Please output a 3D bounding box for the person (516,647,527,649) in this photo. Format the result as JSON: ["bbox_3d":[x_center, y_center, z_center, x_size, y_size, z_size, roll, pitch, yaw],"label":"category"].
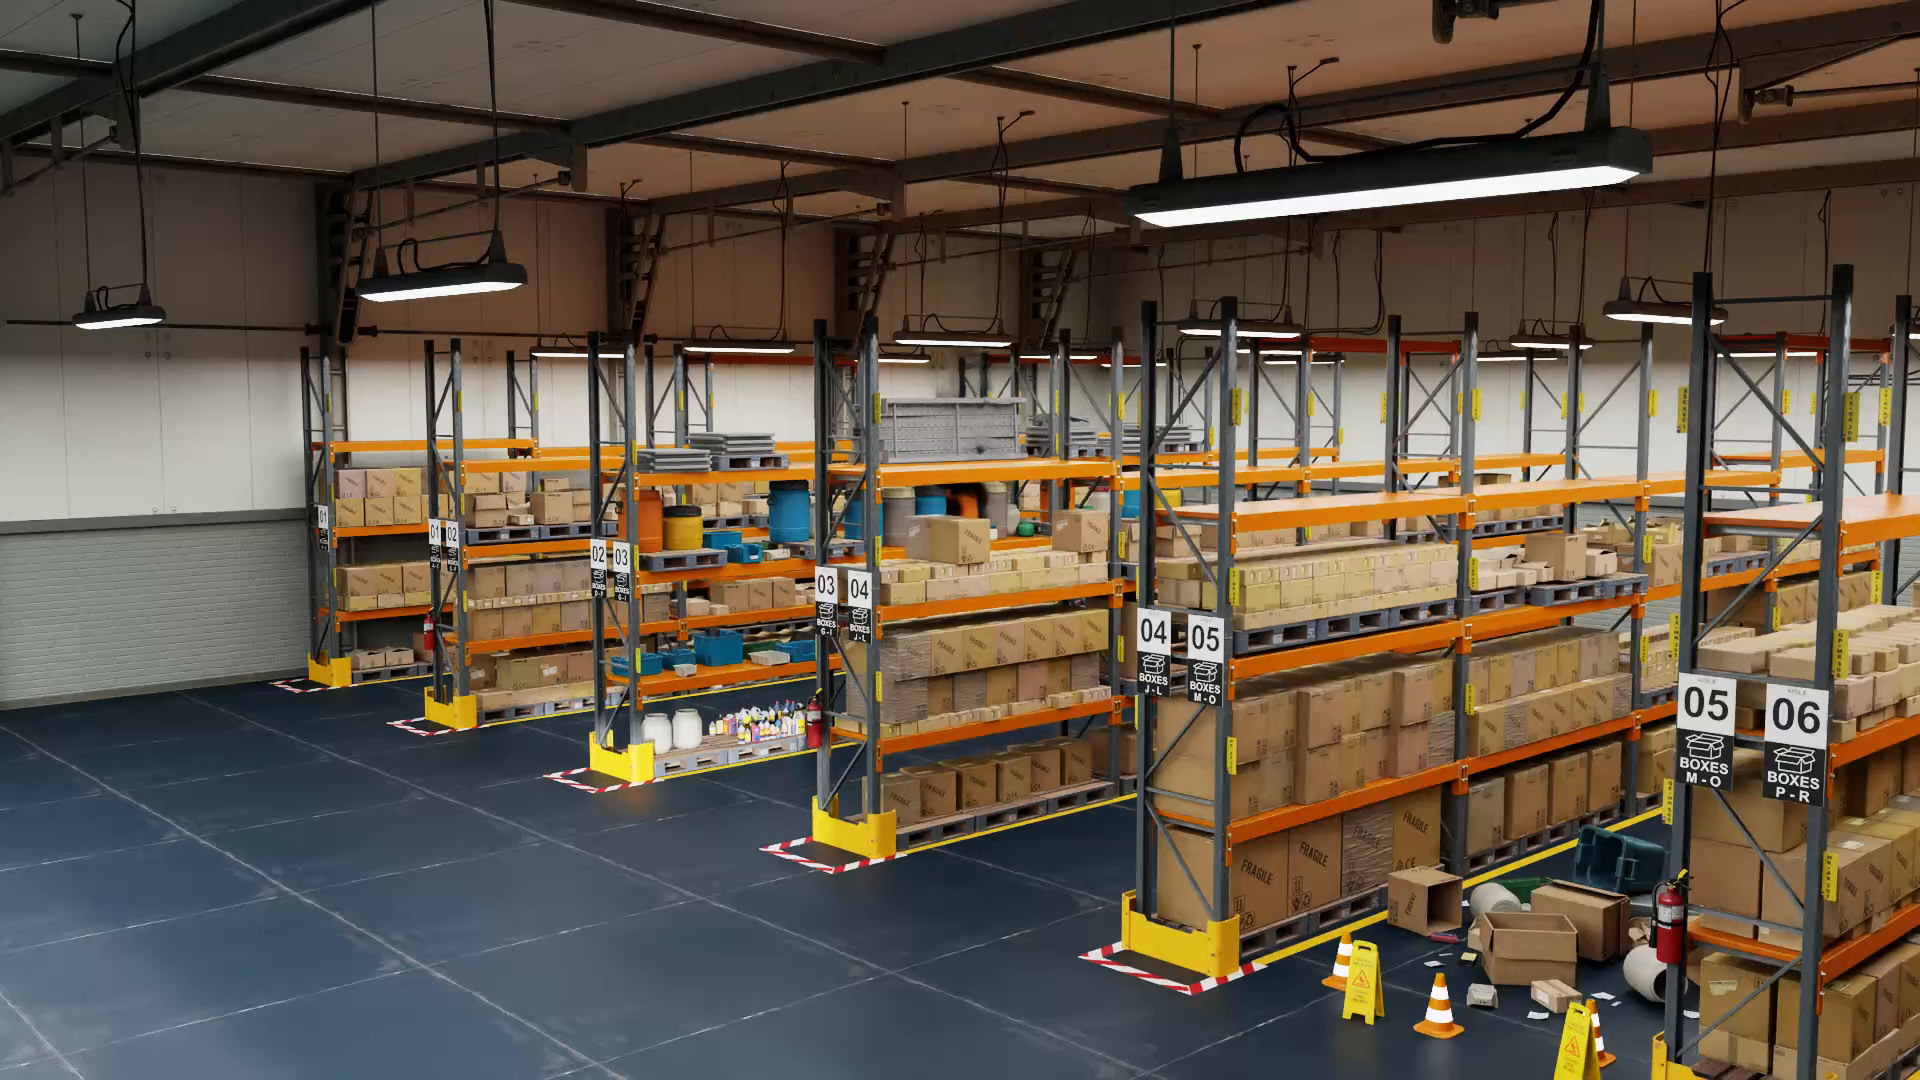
[{"bbox_3d":[-7.613,1.731,29.137,0.687,1.752,0.948,3,6,33],"label":"person"}]
